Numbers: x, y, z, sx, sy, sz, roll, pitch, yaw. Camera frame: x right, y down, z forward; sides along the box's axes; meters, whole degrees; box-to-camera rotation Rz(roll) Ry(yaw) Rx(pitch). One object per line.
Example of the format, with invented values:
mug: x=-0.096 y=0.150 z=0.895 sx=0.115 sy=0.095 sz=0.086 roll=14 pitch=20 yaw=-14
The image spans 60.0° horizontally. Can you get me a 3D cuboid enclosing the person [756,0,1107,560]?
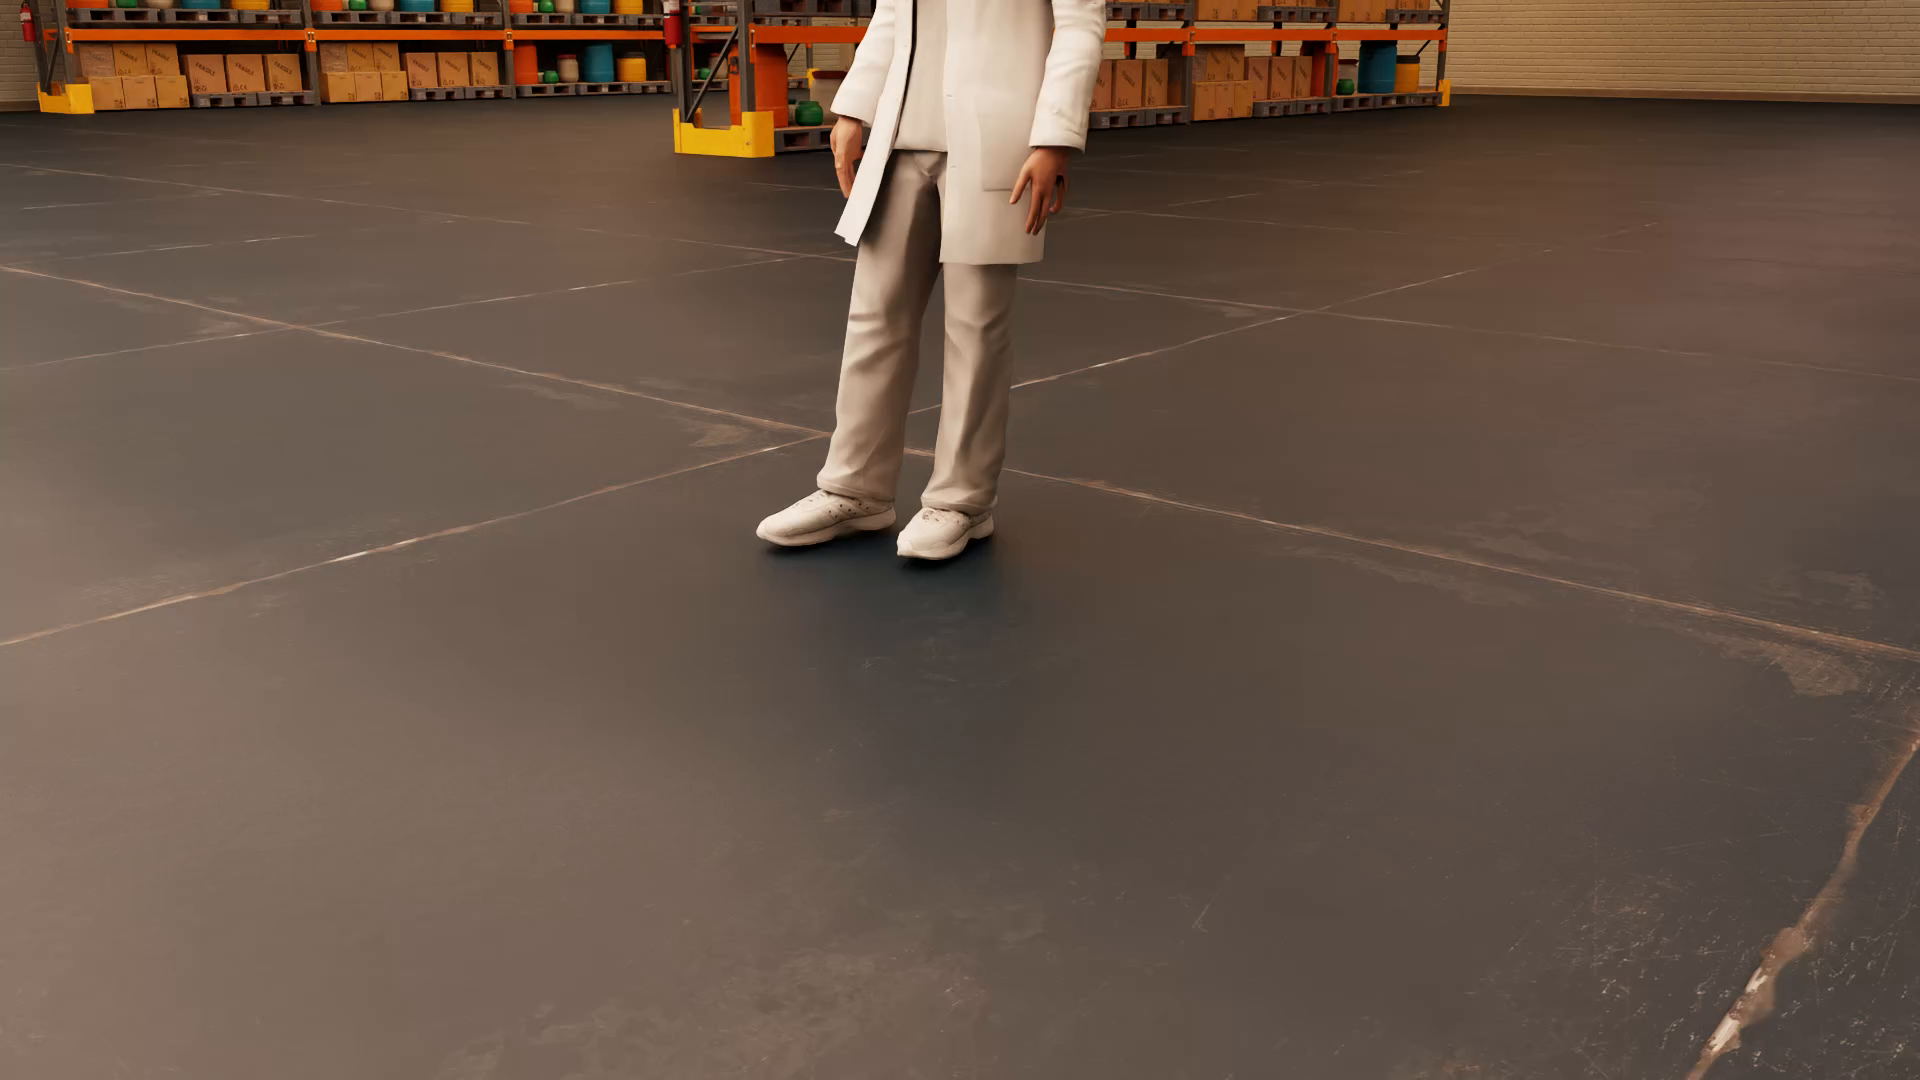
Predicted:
person: x=-0.061 y=-0.838 z=3.616 sx=0.696 sy=1.778 sz=0.578 roll=13 pitch=21 yaw=37
